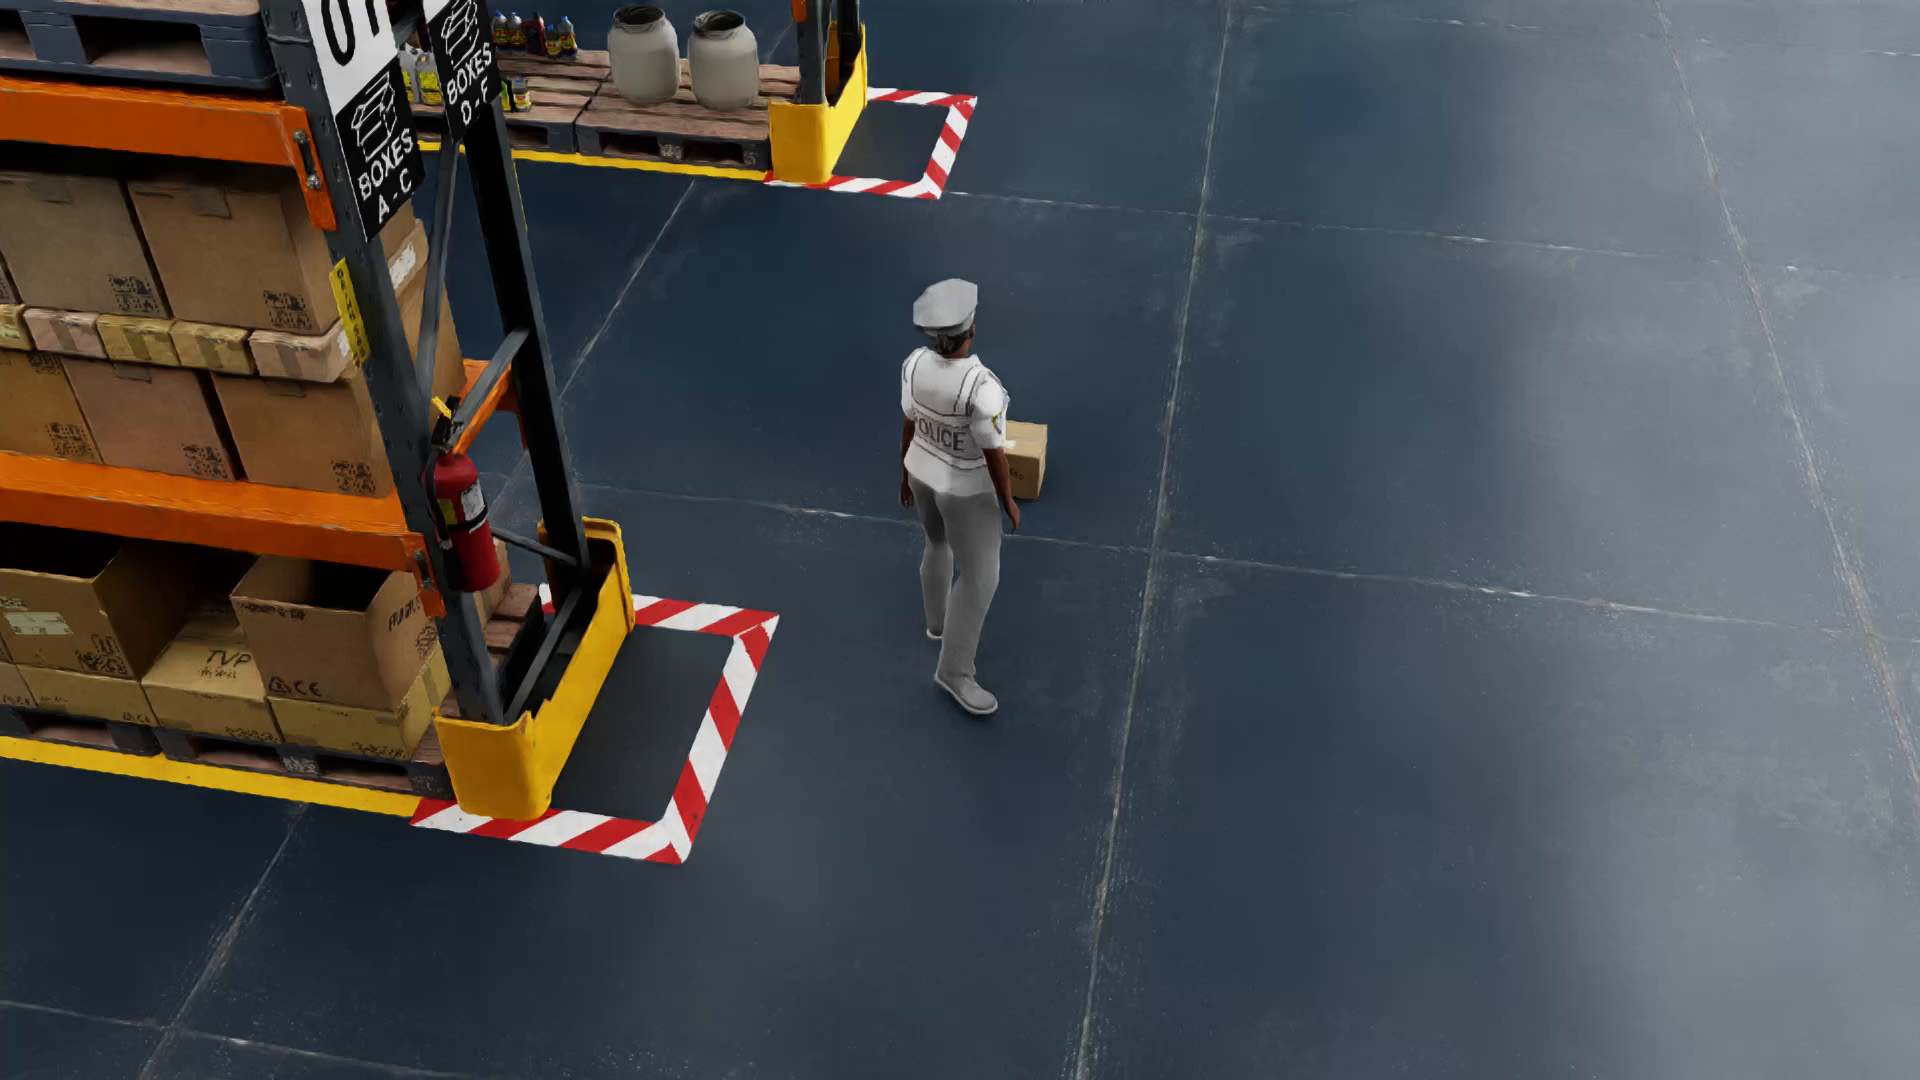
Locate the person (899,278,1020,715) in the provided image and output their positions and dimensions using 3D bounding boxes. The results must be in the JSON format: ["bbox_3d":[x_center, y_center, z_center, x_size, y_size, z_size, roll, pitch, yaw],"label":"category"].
[{"bbox_3d":[0.019,-0.148,6.335,0.483,1.654,0.665,-33,51,-32],"label":"person"}]
